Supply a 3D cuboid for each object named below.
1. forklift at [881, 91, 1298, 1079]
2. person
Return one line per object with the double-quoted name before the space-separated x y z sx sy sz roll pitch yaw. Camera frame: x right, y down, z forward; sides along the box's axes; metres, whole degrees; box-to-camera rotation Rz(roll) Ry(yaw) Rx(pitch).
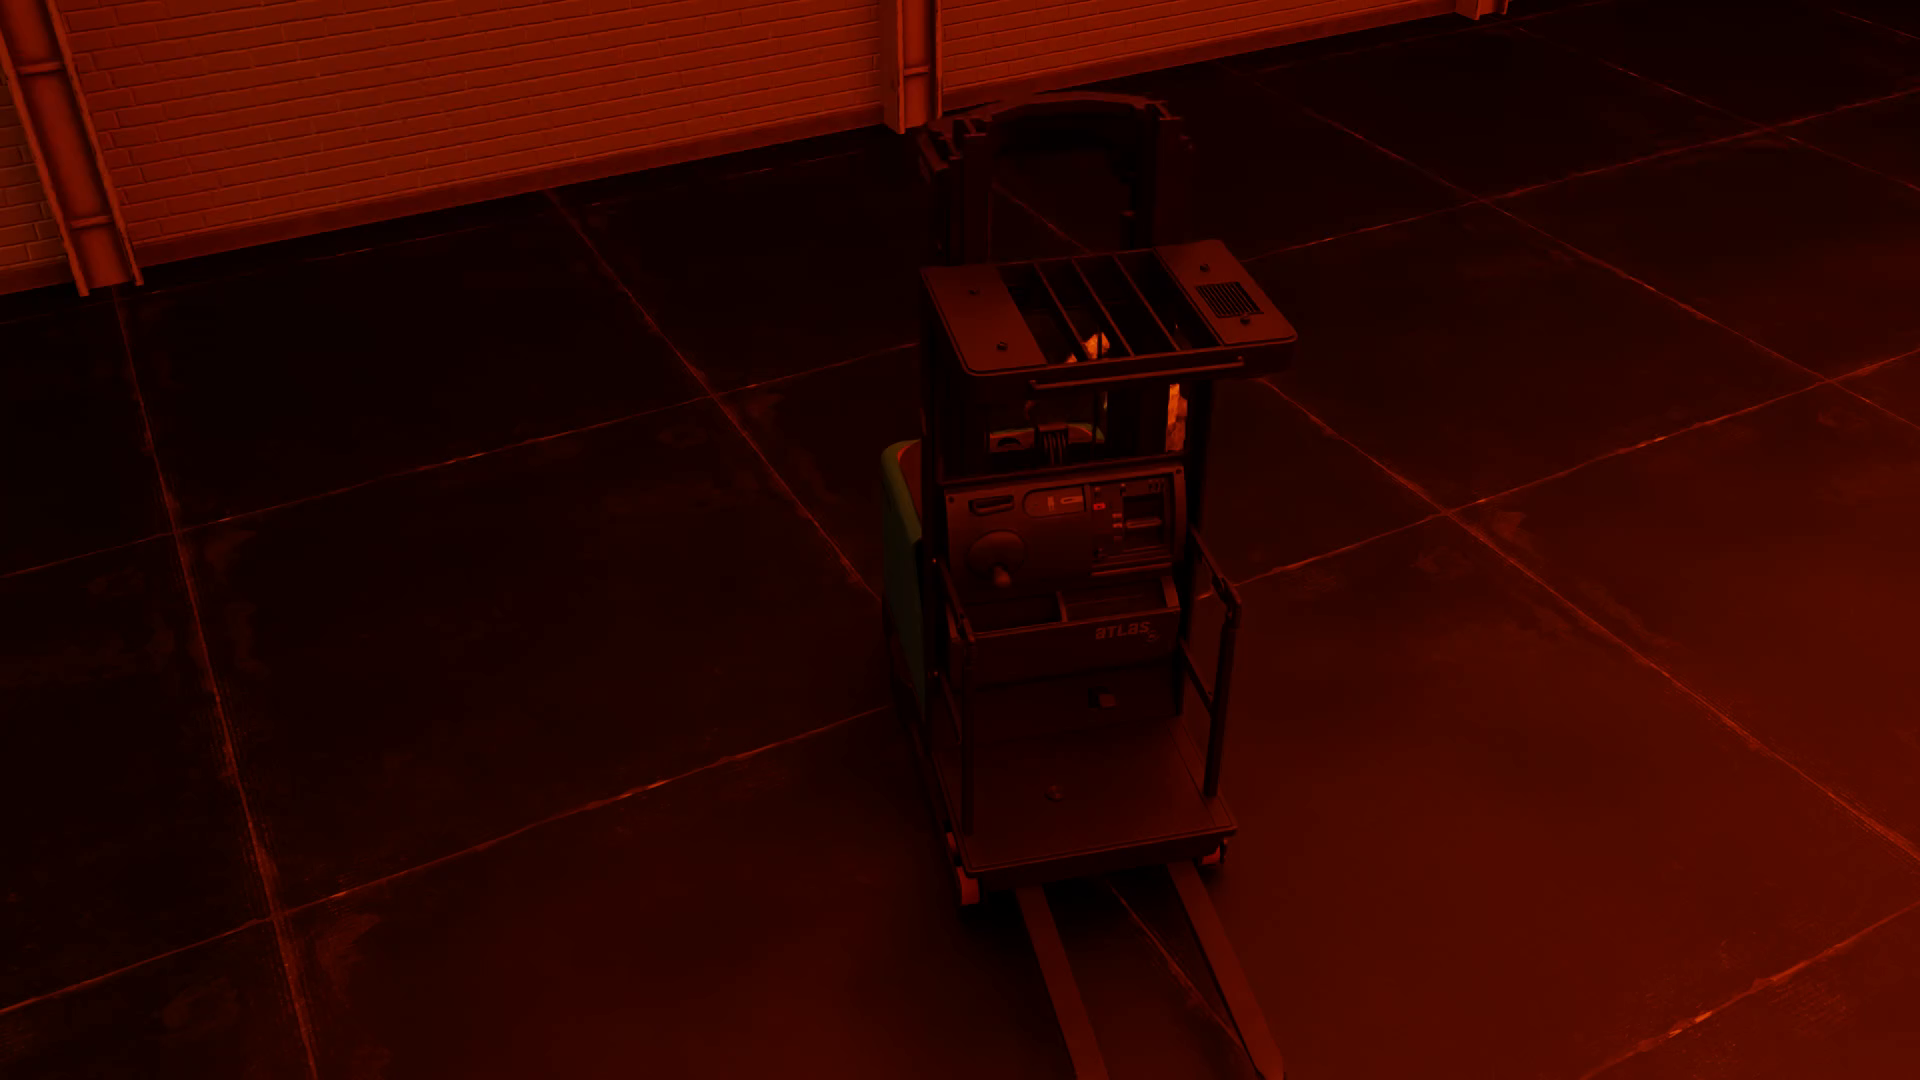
"forklift" 0.452 0.014 6.103 1.130 2.935 3.031 -7 36 -10
"person" 0.791 -0.732 8.540 0.694 1.438 0.916 28 44 33
